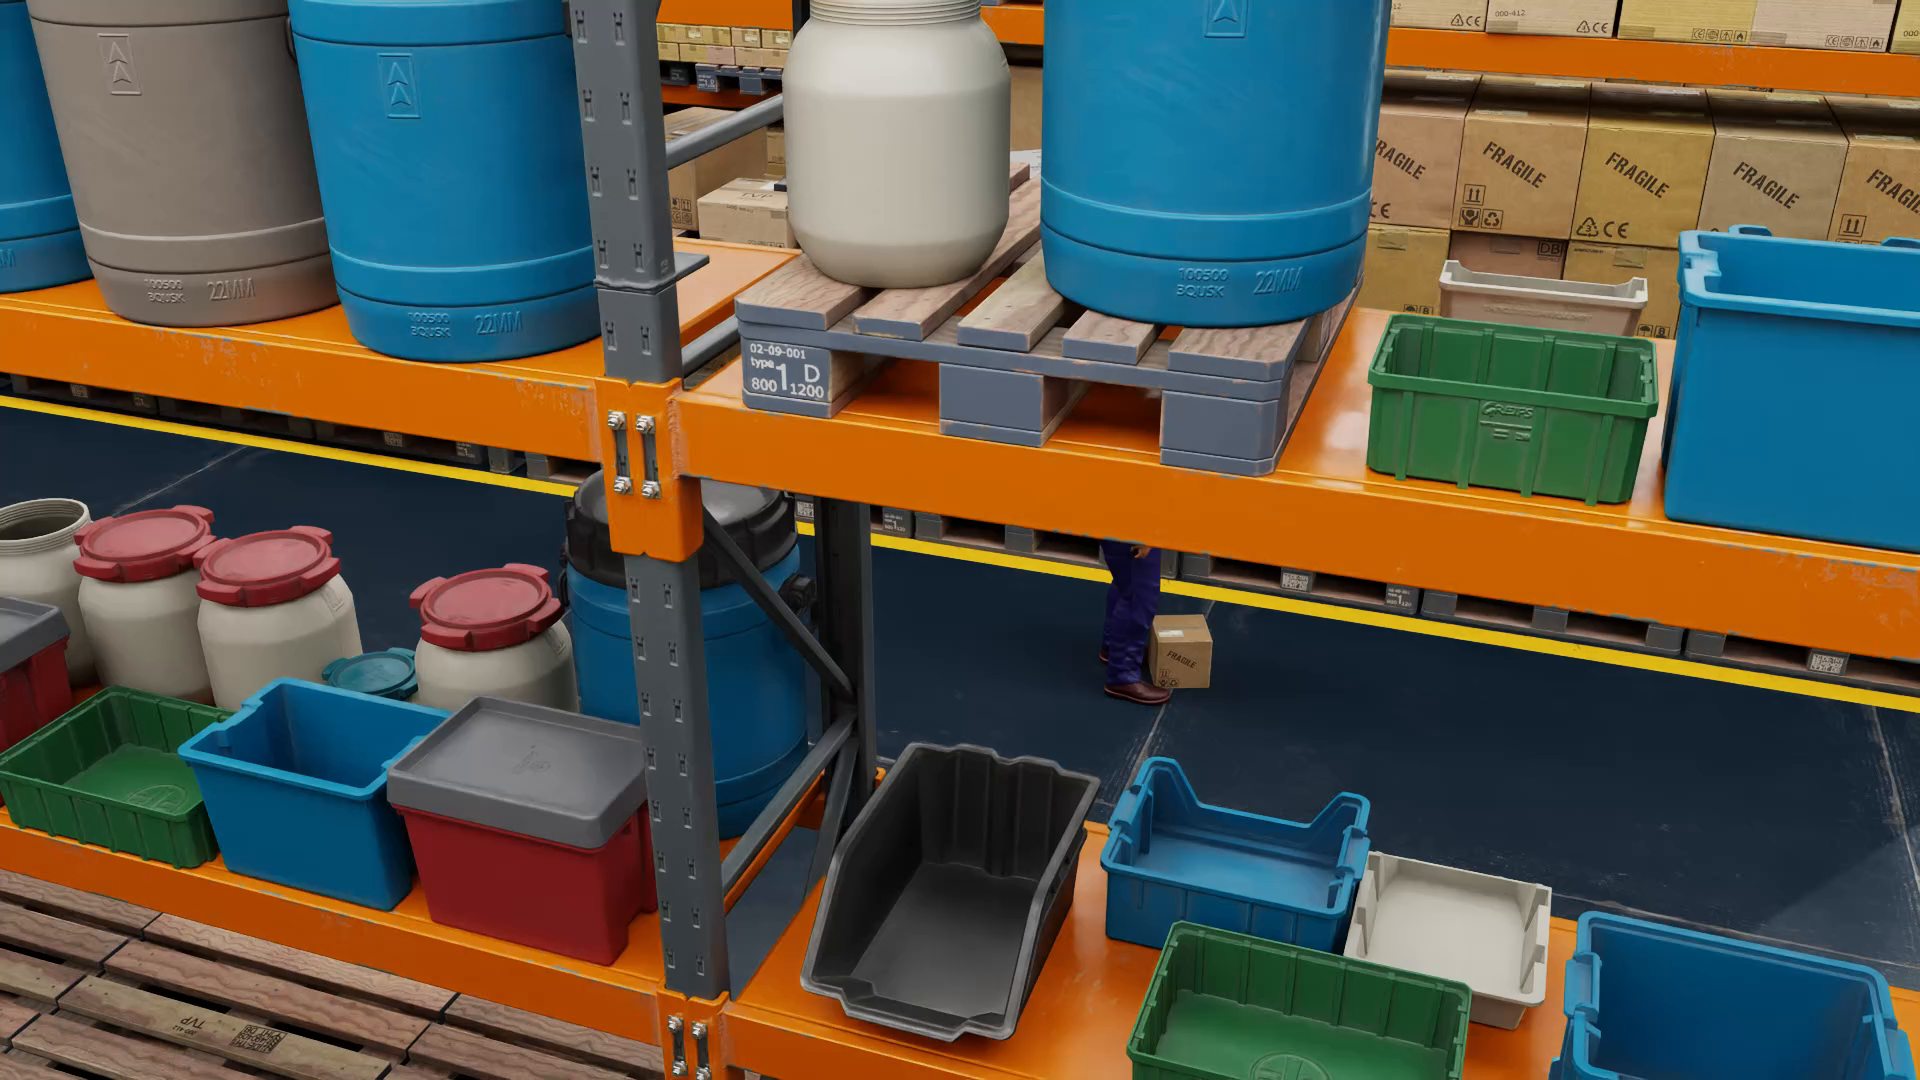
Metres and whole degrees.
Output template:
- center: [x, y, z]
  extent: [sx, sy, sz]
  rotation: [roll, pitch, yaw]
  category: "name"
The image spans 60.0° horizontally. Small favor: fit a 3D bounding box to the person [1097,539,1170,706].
- center: [0.772, -0.115, 7.358]
  extent: [0.378, 1.651, 0.538]
  rotation: [1, 26, 3]
  category: "person"
